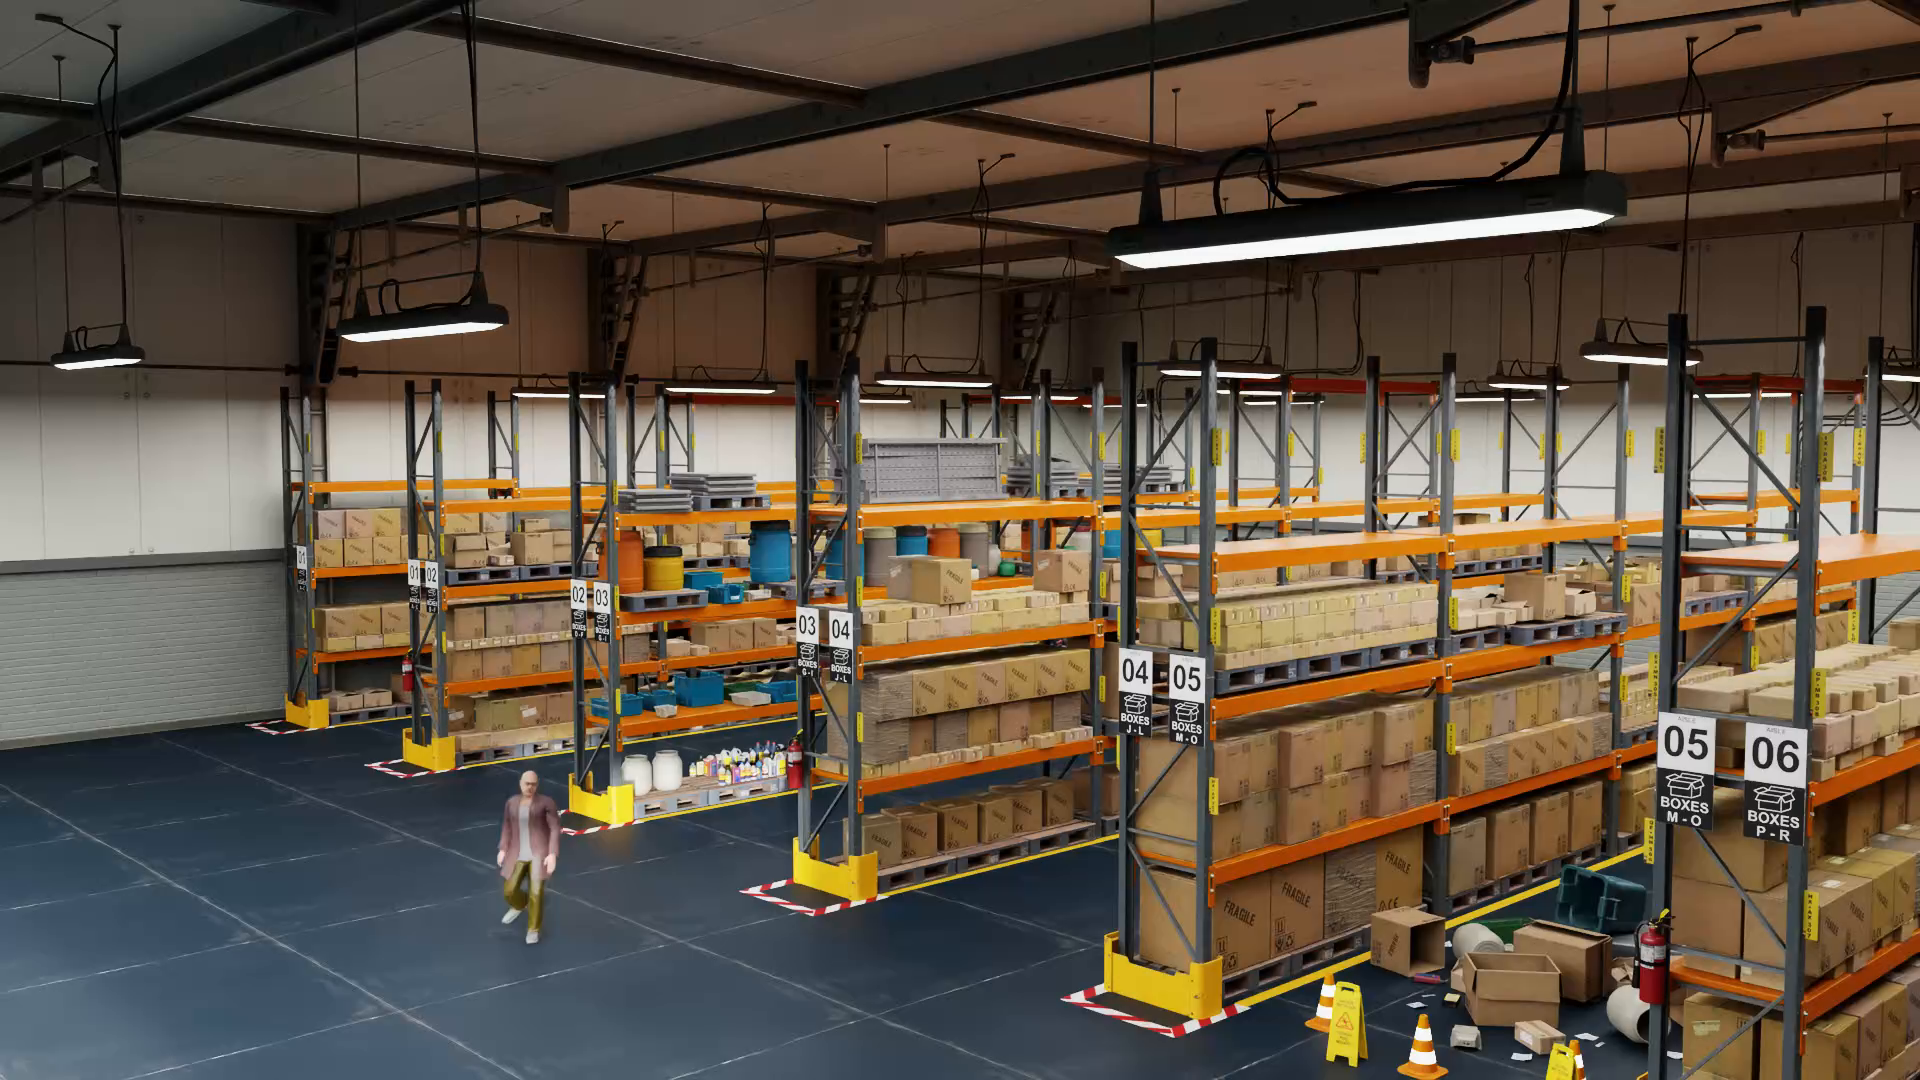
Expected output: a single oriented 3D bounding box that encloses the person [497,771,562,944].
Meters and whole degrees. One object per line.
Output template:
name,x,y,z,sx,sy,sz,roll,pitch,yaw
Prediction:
person,-4.386,3.201,16.993,0.748,1.749,0.717,0,4,5
